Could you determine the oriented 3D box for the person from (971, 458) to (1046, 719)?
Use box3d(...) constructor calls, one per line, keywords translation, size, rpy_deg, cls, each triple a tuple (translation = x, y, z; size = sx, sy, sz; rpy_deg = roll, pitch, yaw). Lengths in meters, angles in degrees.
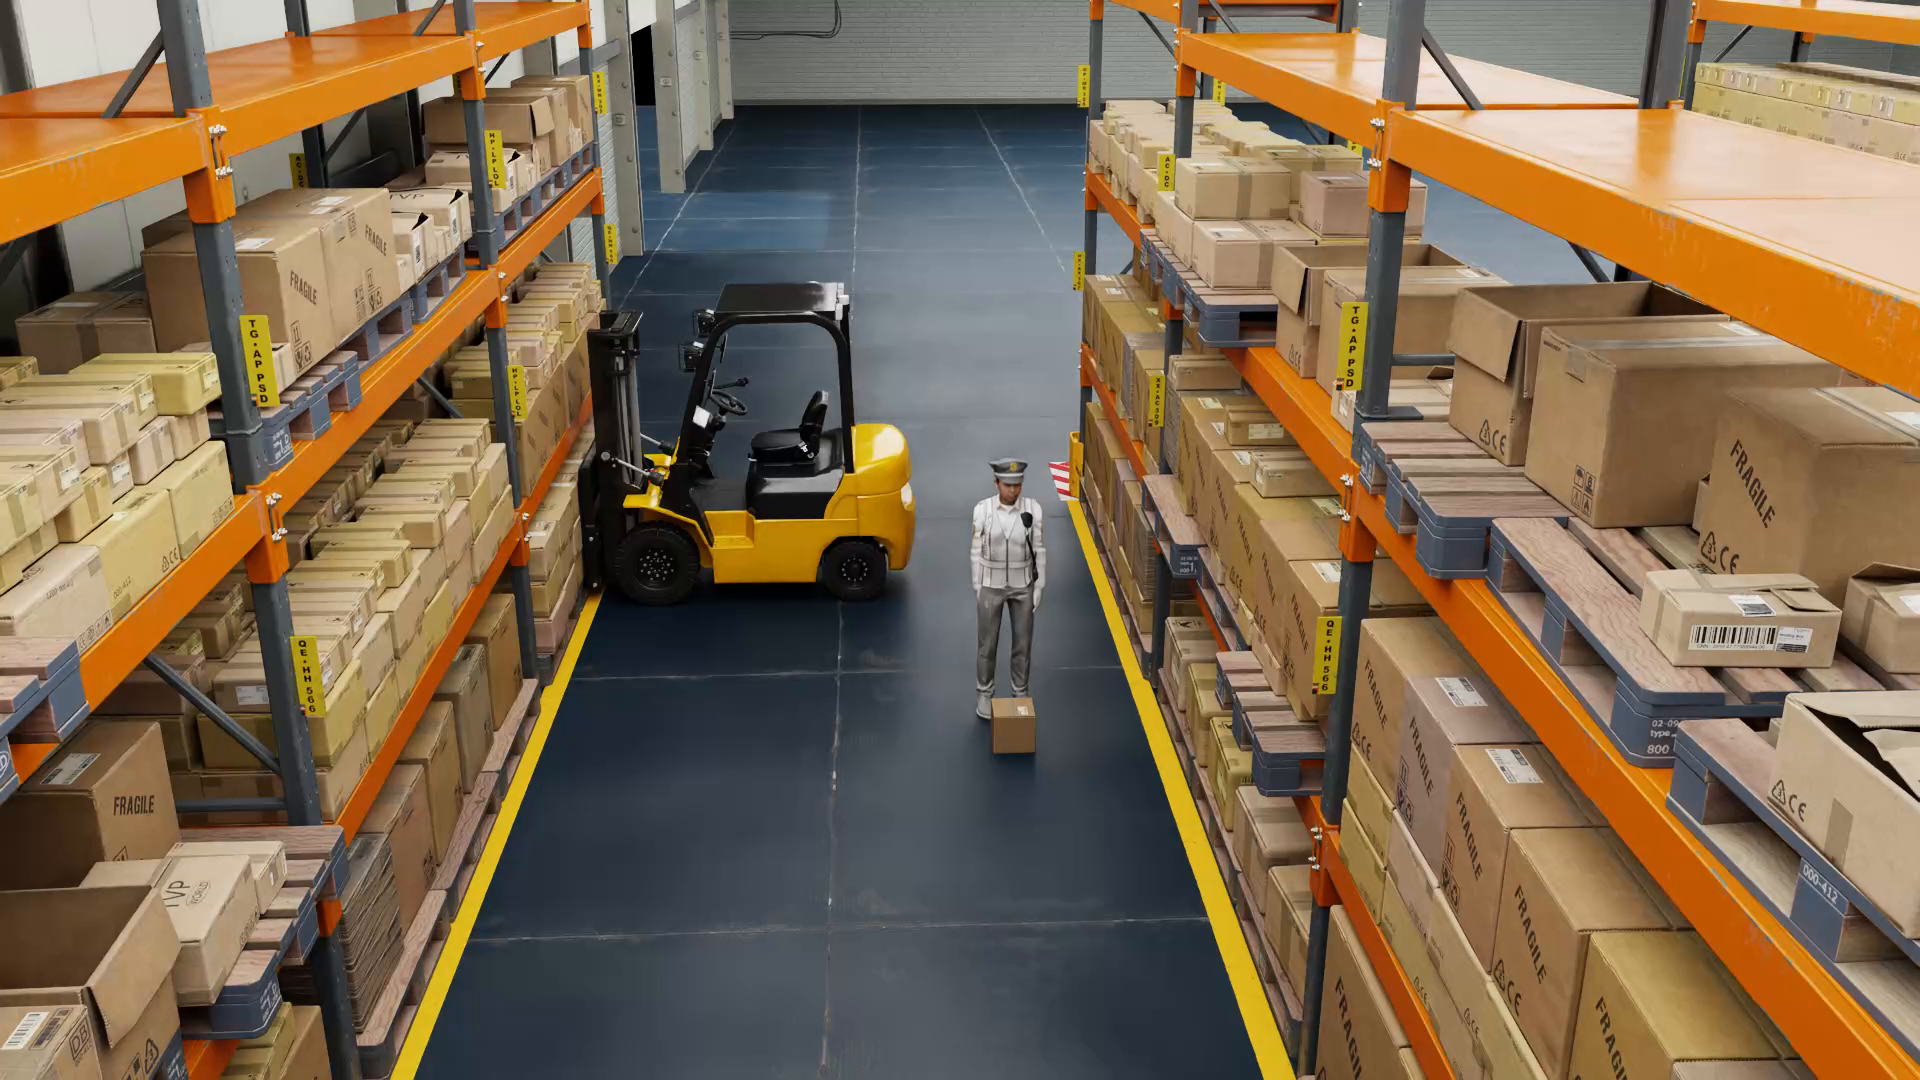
box3d(translation=(0.300, 0.294, 10.274), size=(0.466, 1.680, 0.340), rpy_deg=(-1, 21, -2), cls="person")
